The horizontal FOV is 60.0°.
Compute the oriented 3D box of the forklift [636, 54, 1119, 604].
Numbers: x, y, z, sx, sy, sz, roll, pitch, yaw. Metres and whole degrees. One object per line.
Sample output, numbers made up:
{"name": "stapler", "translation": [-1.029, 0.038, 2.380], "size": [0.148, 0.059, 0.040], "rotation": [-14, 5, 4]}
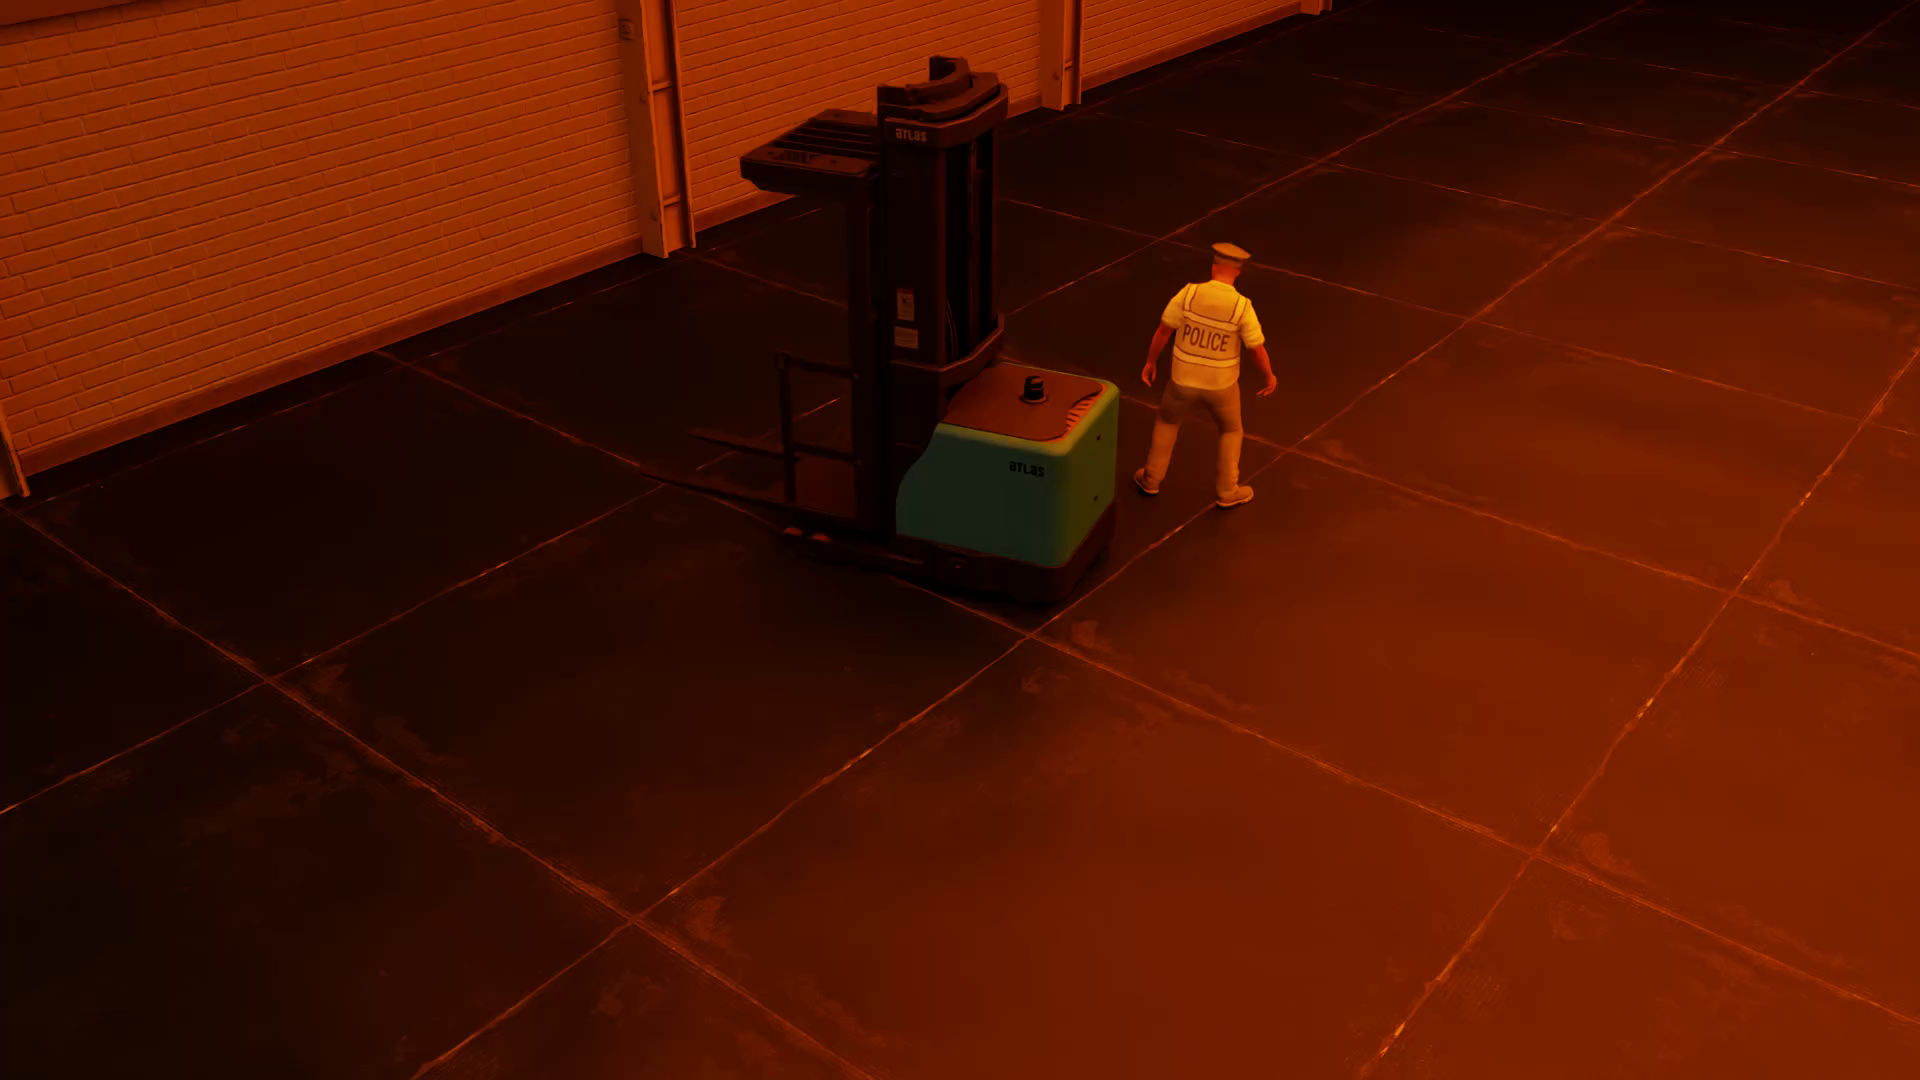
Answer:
{"name": "forklift", "translation": [-0.593, -1.368, 9.936], "size": [3.031, 2.935, 1.130], "rotation": [12, 33, 20]}

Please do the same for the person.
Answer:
{"name": "person", "translation": [1.558, -1.038, 10.581], "size": [0.873, 1.716, 0.406], "rotation": [9, 32, 16]}
